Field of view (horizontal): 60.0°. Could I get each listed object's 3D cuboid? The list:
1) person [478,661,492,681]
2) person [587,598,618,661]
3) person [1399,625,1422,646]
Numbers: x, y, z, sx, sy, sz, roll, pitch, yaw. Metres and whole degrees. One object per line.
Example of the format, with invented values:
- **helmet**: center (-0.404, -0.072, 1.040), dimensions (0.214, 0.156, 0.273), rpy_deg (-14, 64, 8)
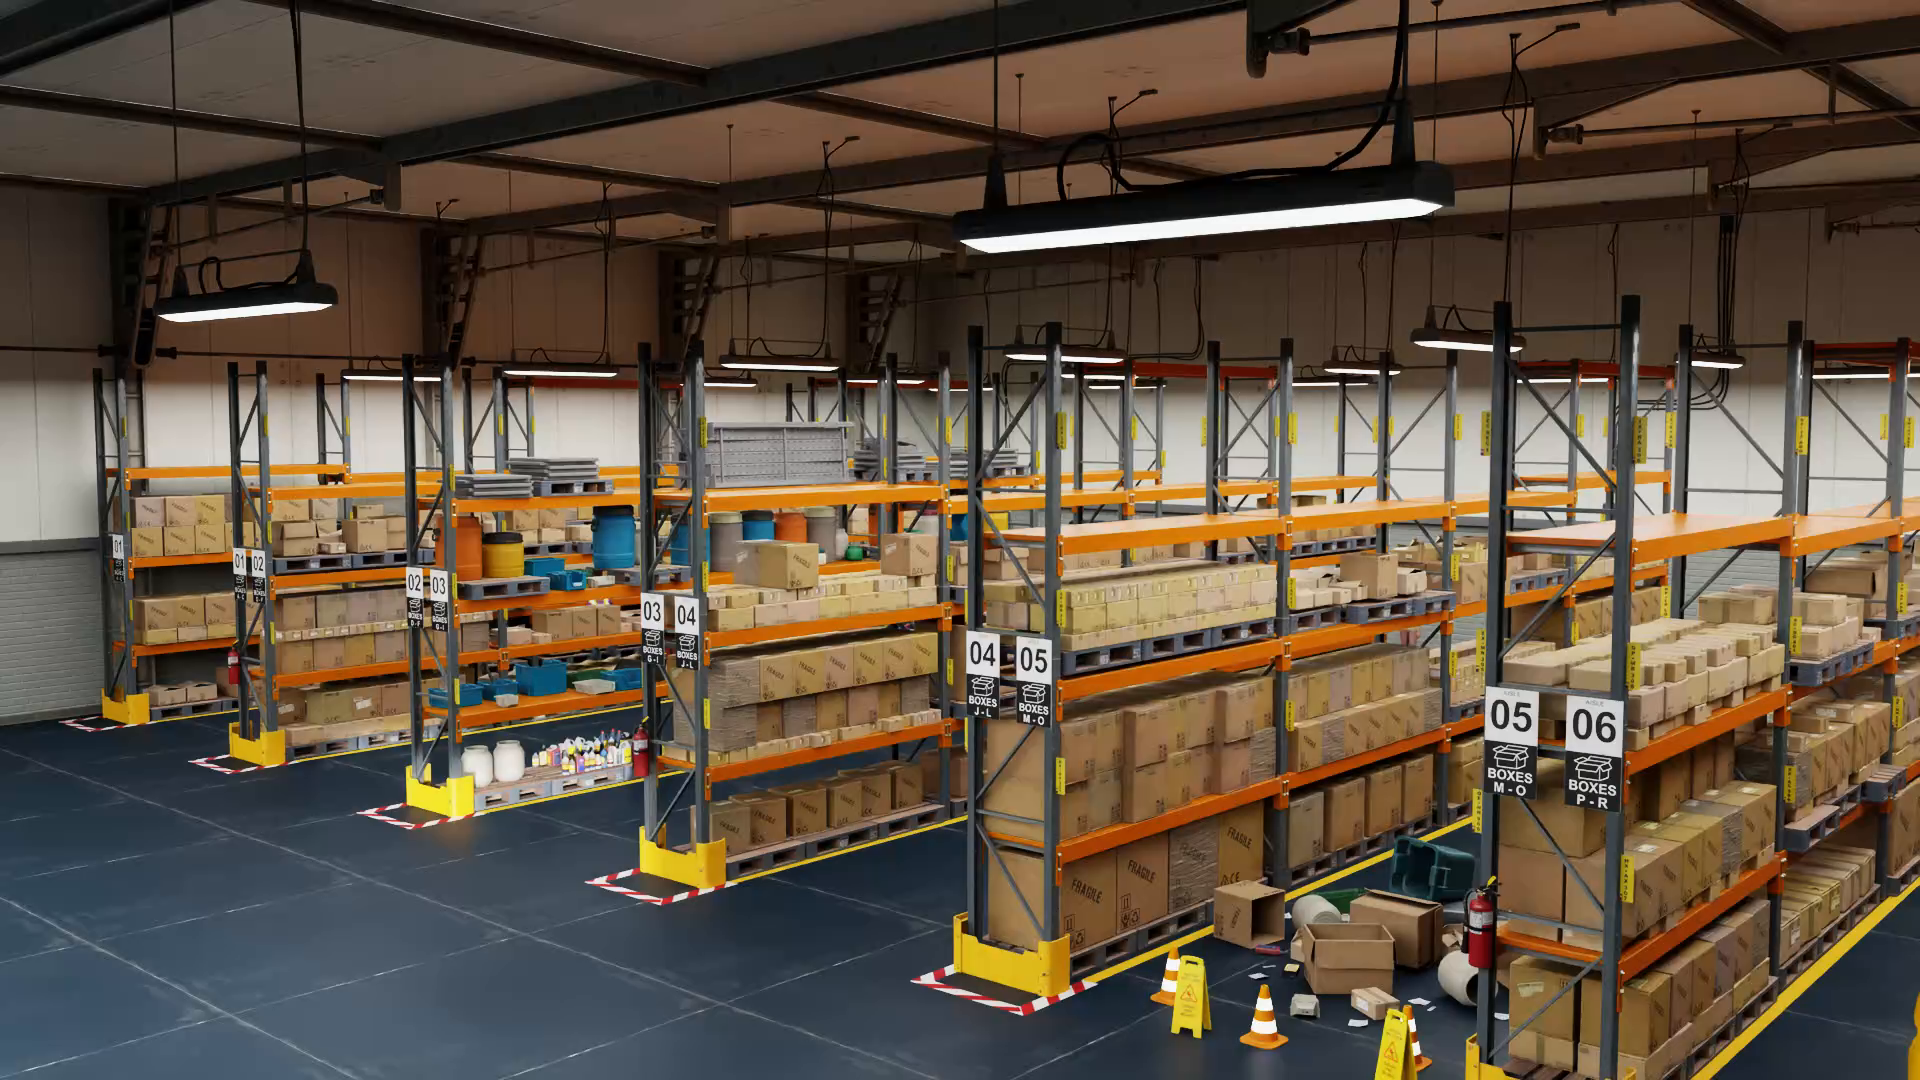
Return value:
- **person**: center (-9.150, 1.979, 31.669), dimensions (0.448, 1.754, 0.566), rpy_deg (-1, 4, -7)
- **person**: center (-7.261, 1.799, 33.944), dimensions (0.726, 1.777, 0.585), rpy_deg (-1, 4, -19)
- **person**: center (9.170, 1.860, 33.842), dimensions (0.473, 1.675, 0.514), rpy_deg (2, 5, 25)
